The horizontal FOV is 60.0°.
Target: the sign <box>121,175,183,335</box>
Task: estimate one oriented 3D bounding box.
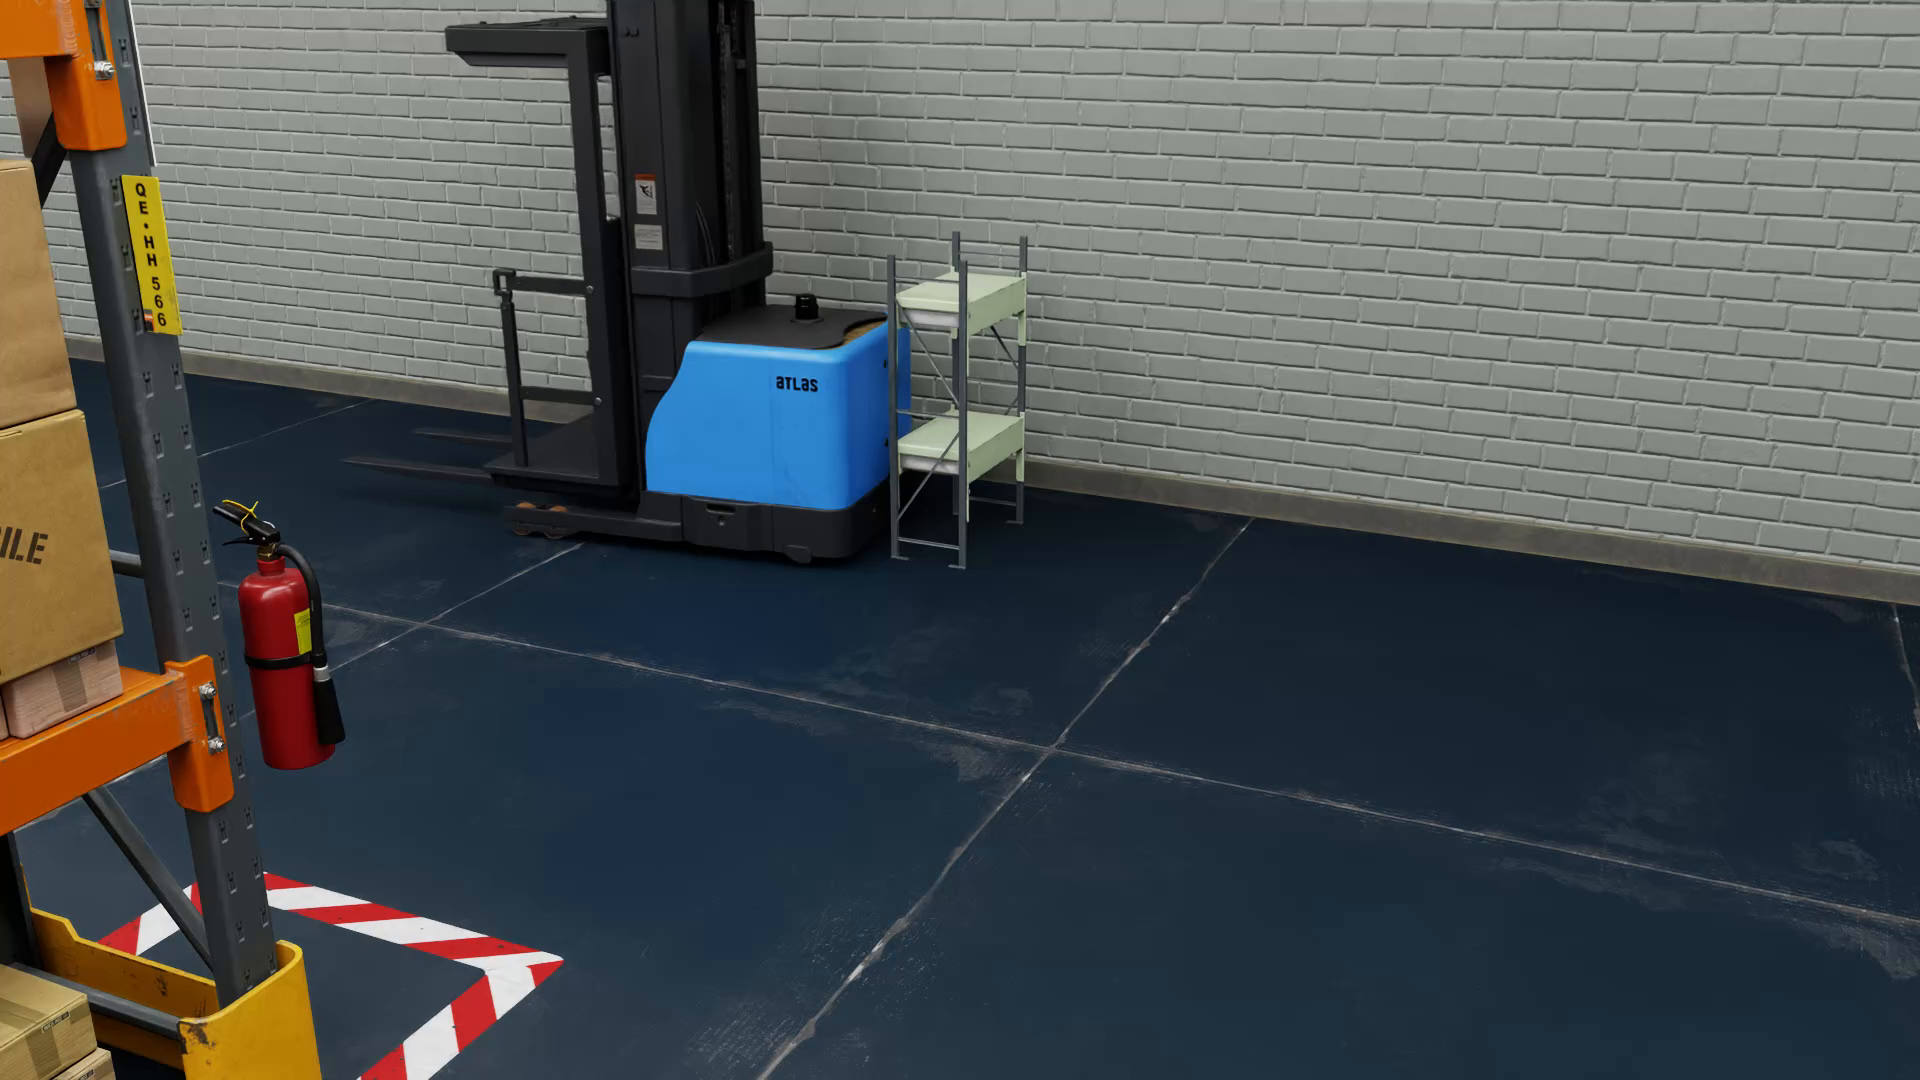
[{"bbox_3d":[-1.675,-0.589,3.448,0.100,0.325,0.005,9,21,23],"label":"sign"}]

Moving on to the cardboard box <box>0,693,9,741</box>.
[{"bbox_3d":[-2.185,0.351,3.380,0.380,0.149,0.250,9,21,23],"label":"cardboard box"}]

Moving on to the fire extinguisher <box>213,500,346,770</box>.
[{"bbox_3d":[-1.649,0.222,4.041,0.296,0.674,0.183,9,21,23],"label":"fire extinguisher"}]

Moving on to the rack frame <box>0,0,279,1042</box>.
[{"bbox_3d":[-2.173,0.023,3.927,1.000,3.000,0.127,9,21,23],"label":"rack frame"}]

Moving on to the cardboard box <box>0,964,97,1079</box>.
[{"bbox_3d":[-2.158,1.085,3.682,0.380,0.149,0.250,9,21,23],"label":"cardboard box"}]

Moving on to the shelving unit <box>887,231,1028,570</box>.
[{"bbox_3d":[-0.003,-0.705,8.212,0.431,1.500,0.755,9,21,23],"label":"shelving unit"}]

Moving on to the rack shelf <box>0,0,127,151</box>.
[{"bbox_3d":[-2.992,-0.440,1.826,1.077,0.370,4.000,9,21,23],"label":"rack shelf"}]

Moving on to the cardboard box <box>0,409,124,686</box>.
[{"bbox_3d":[-2.122,0.009,3.375,0.500,0.500,0.500,9,21,24],"label":"cardboard box"}]

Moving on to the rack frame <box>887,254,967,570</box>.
[{"bbox_3d":[-0.153,-0.593,7.897,0.400,1.500,0.023,9,21,23],"label":"rack frame"}]

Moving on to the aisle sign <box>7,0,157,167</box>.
[{"bbox_3d":[-1.869,-1.183,3.438,0.394,0.787,0.004,9,21,23],"label":"aisle sign"}]

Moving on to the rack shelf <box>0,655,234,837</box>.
[{"bbox_3d":[-2.992,0.974,2.328,1.077,0.370,4.000,9,21,23],"label":"rack shelf"}]

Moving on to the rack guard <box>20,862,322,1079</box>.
[{"bbox_3d":[-2.204,1.224,4.280,1.175,0.500,0.348,9,21,23],"label":"rack guard"}]

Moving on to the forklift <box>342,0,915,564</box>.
[{"bbox_3d":[-1.814,-1.544,8.436,3.031,2.935,1.130,6,21,18],"label":"forklift"}]

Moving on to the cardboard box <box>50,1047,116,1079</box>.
[{"bbox_3d":[-2.129,1.229,3.720,0.380,0.149,0.250,8,21,21],"label":"cardboard box"}]

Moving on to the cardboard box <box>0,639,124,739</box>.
[{"bbox_3d":[-2.048,0.280,3.580,0.380,0.149,0.250,9,21,23],"label":"cardboard box"}]

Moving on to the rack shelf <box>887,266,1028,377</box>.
[{"bbox_3d":[-0.003,-1.072,8.081,0.431,0.370,0.720,9,21,23],"label":"rack shelf"}]

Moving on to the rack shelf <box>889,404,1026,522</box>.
[{"bbox_3d":[-0.003,-0.397,8.321,0.431,0.370,0.720,9,21,23],"label":"rack shelf"}]

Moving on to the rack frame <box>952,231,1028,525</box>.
[{"bbox_3d":[0.147,-0.816,8.526,0.400,1.500,0.023,9,21,23],"label":"rack frame"}]

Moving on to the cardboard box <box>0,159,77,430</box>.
[{"bbox_3d":[-2.133,-0.461,3.203,0.500,0.500,0.500,8,21,22],"label":"cardboard box"}]
